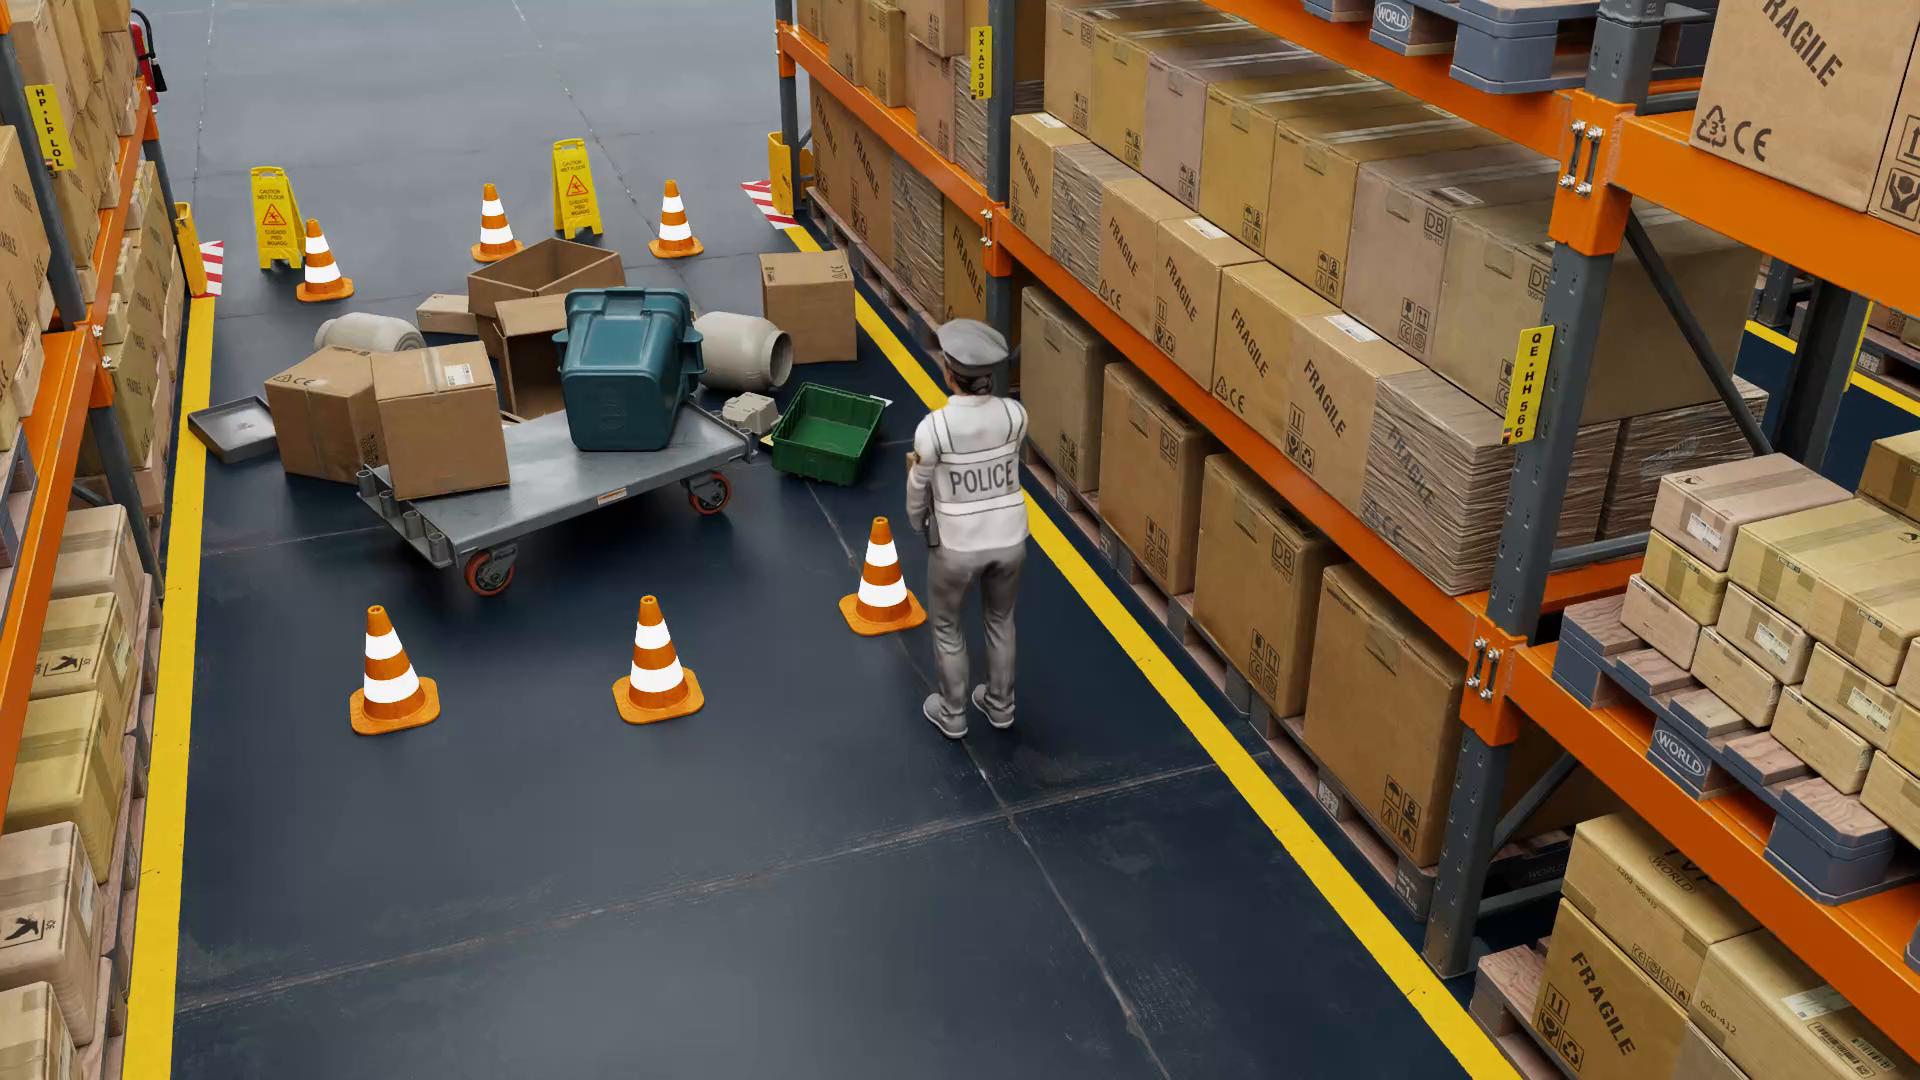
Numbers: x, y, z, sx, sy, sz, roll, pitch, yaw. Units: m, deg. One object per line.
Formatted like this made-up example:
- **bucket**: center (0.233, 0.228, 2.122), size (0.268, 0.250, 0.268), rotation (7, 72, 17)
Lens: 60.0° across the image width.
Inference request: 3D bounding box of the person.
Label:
- **person**: center (0.018, -0.025, 6.168), size (0.415, 1.677, 0.533), rotation (-11, 32, -18)
